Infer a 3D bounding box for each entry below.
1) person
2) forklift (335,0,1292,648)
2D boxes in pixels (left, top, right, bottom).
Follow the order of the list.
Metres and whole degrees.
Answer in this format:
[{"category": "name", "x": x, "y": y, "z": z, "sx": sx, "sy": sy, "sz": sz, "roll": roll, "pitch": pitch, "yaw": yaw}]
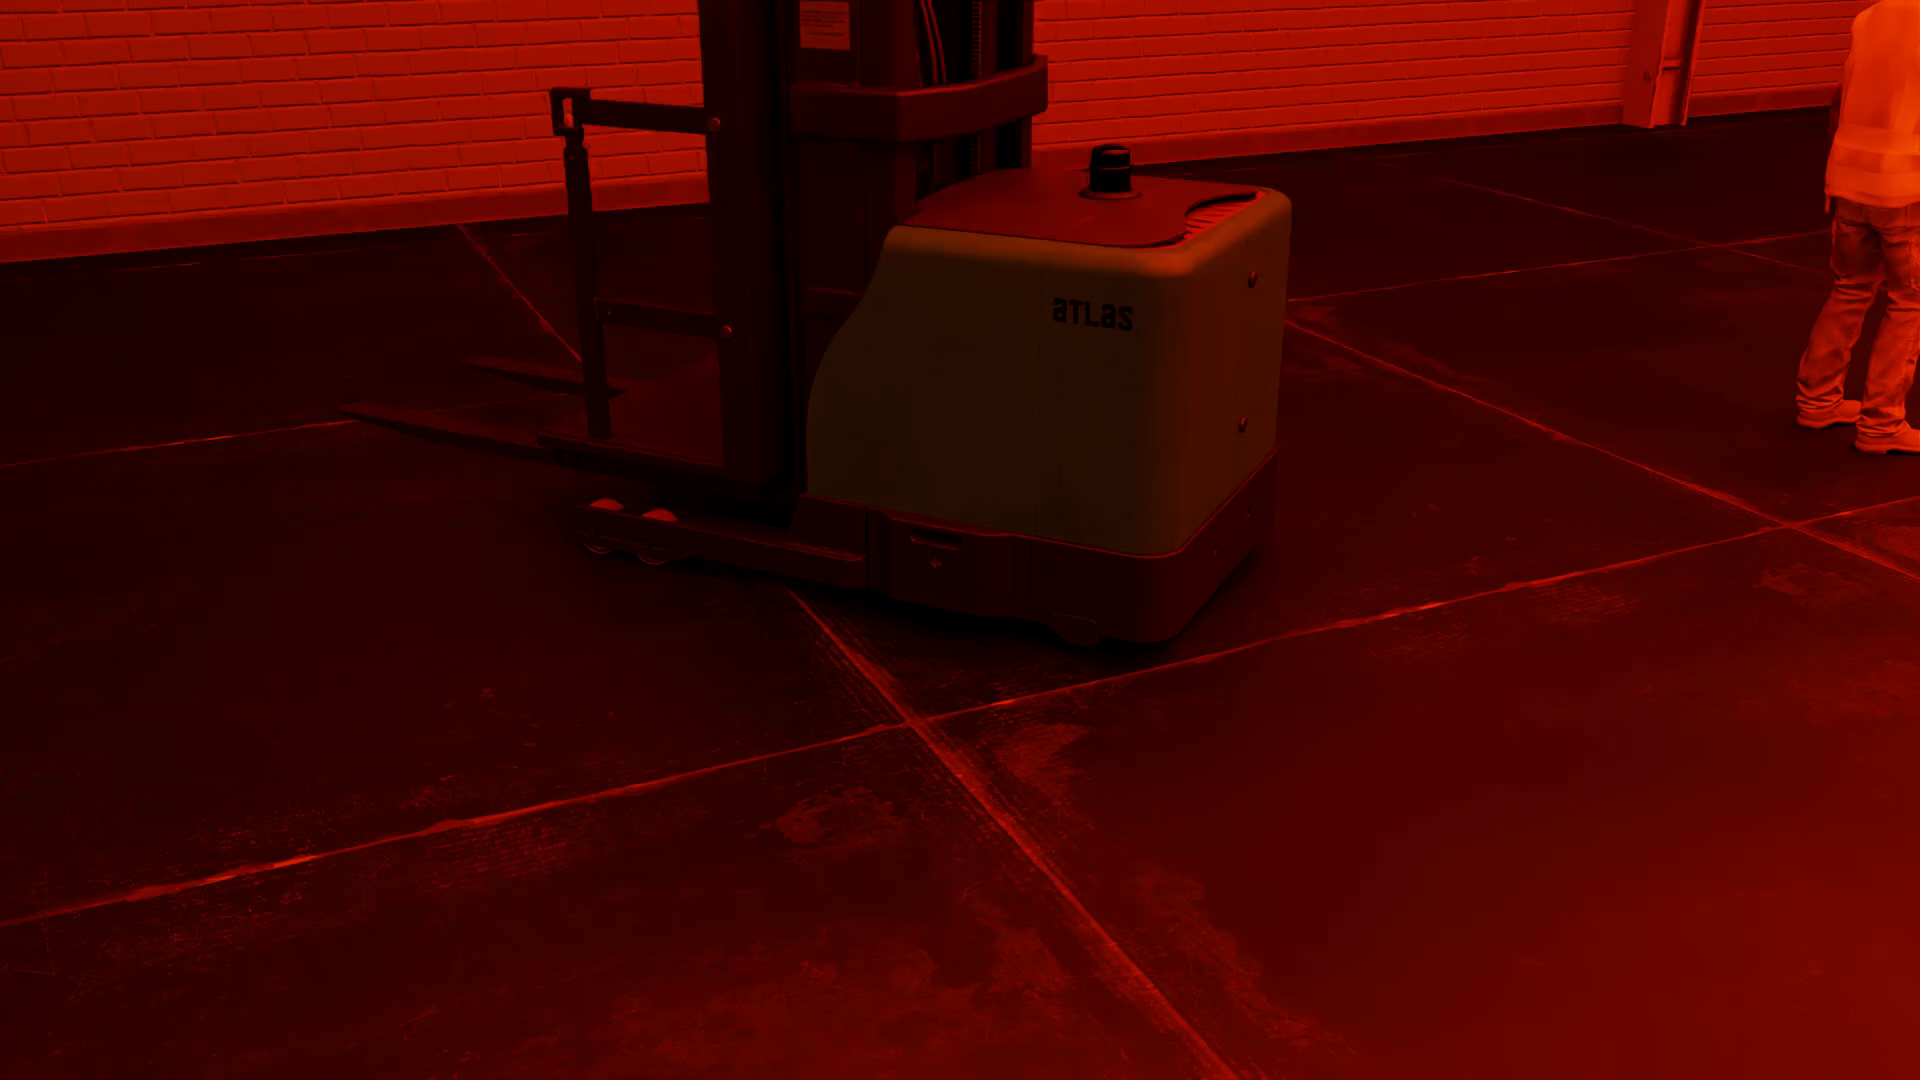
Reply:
[{"category": "person", "x": 3.228, "y": -1.202, "z": 5.694, "sx": 0.449, "sy": 1.772, "sz": 0.616, "roll": -7, "pitch": 24, "yaw": -16}, {"category": "forklift", "x": -0.601, "y": -1.446, "z": 4.767, "sx": 3.031, "sy": 2.935, "sz": 1.130, "roll": 11, "pitch": 25, "yaw": 24}]
